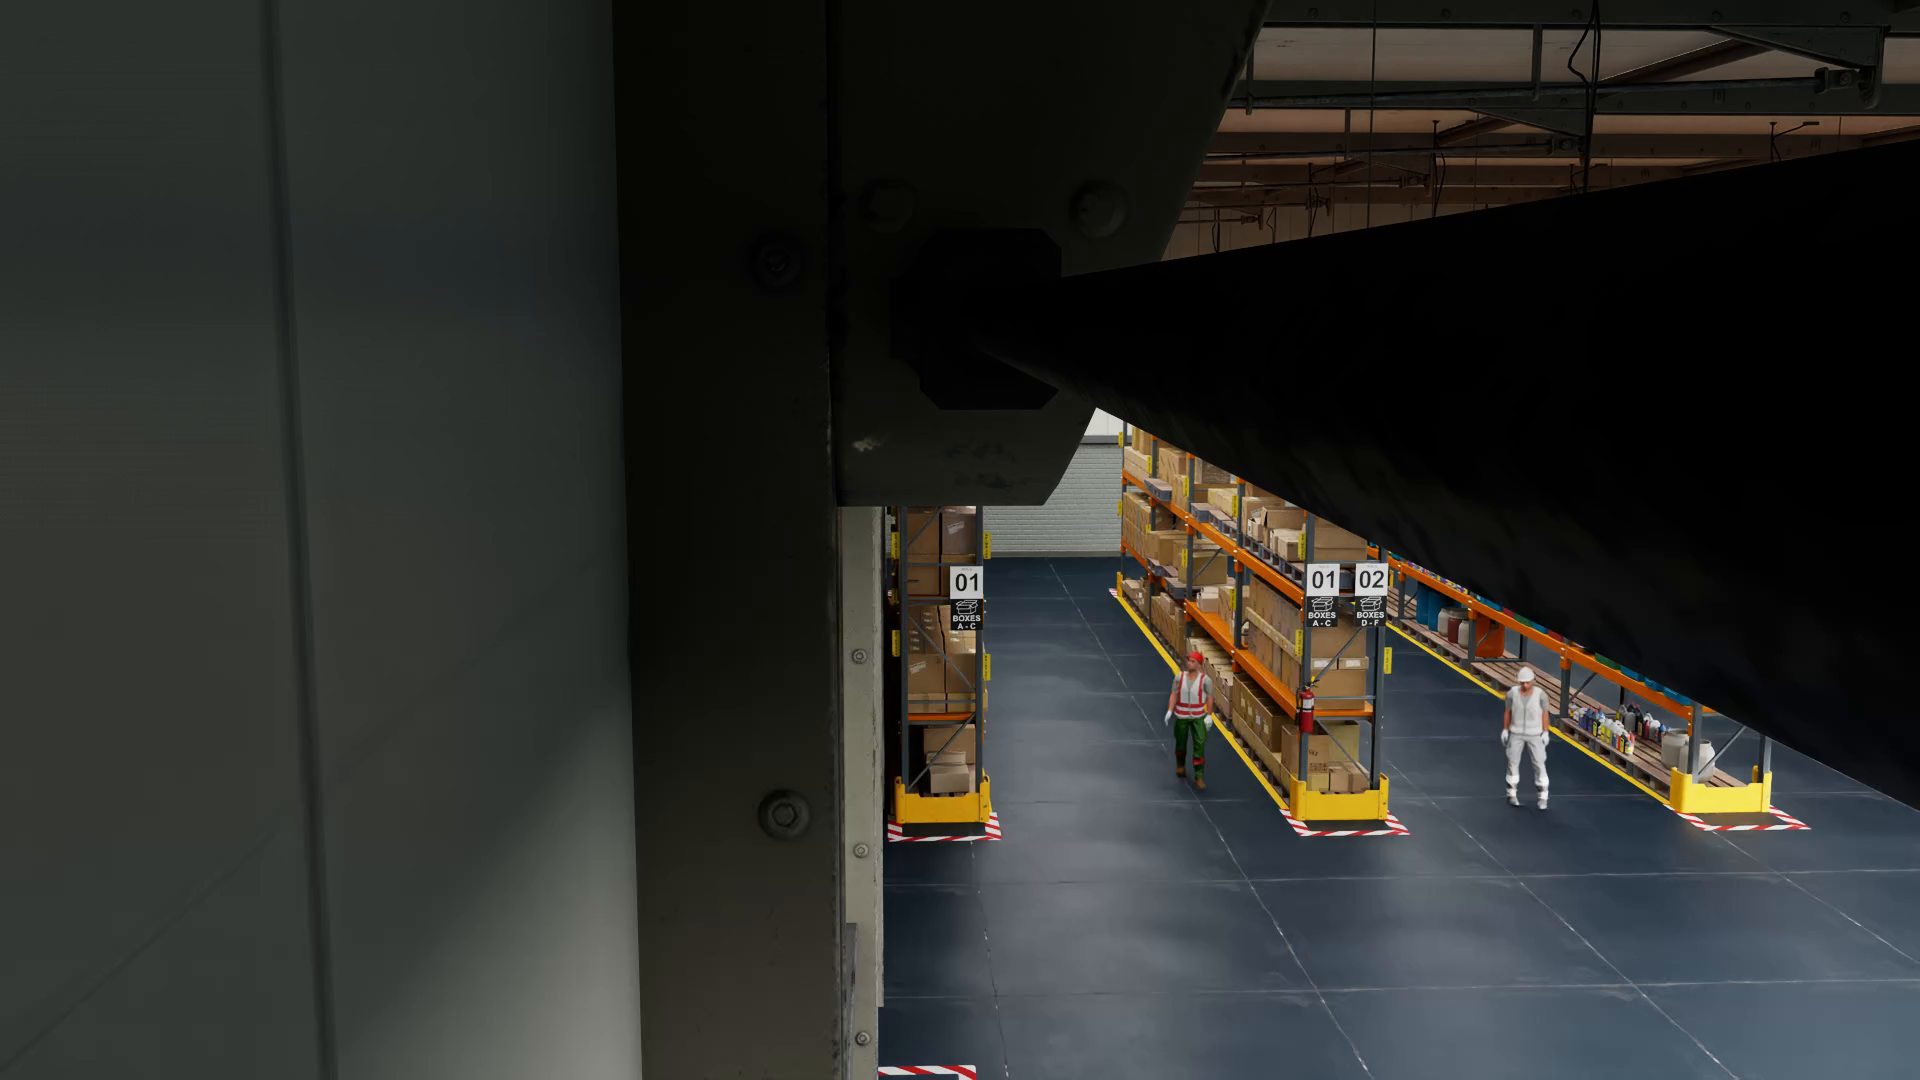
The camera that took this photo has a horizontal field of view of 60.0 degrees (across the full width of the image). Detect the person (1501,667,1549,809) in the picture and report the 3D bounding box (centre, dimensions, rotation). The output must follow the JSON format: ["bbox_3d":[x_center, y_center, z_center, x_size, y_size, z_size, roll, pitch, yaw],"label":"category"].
[{"bbox_3d":[7.189,2.486,21.121,0.612,1.783,0.407,4,9,25],"label":"person"}]

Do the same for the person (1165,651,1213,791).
[{"bbox_3d":[3.043,2.357,22.104,0.663,1.742,0.994,0,8,-2],"label":"person"}]
